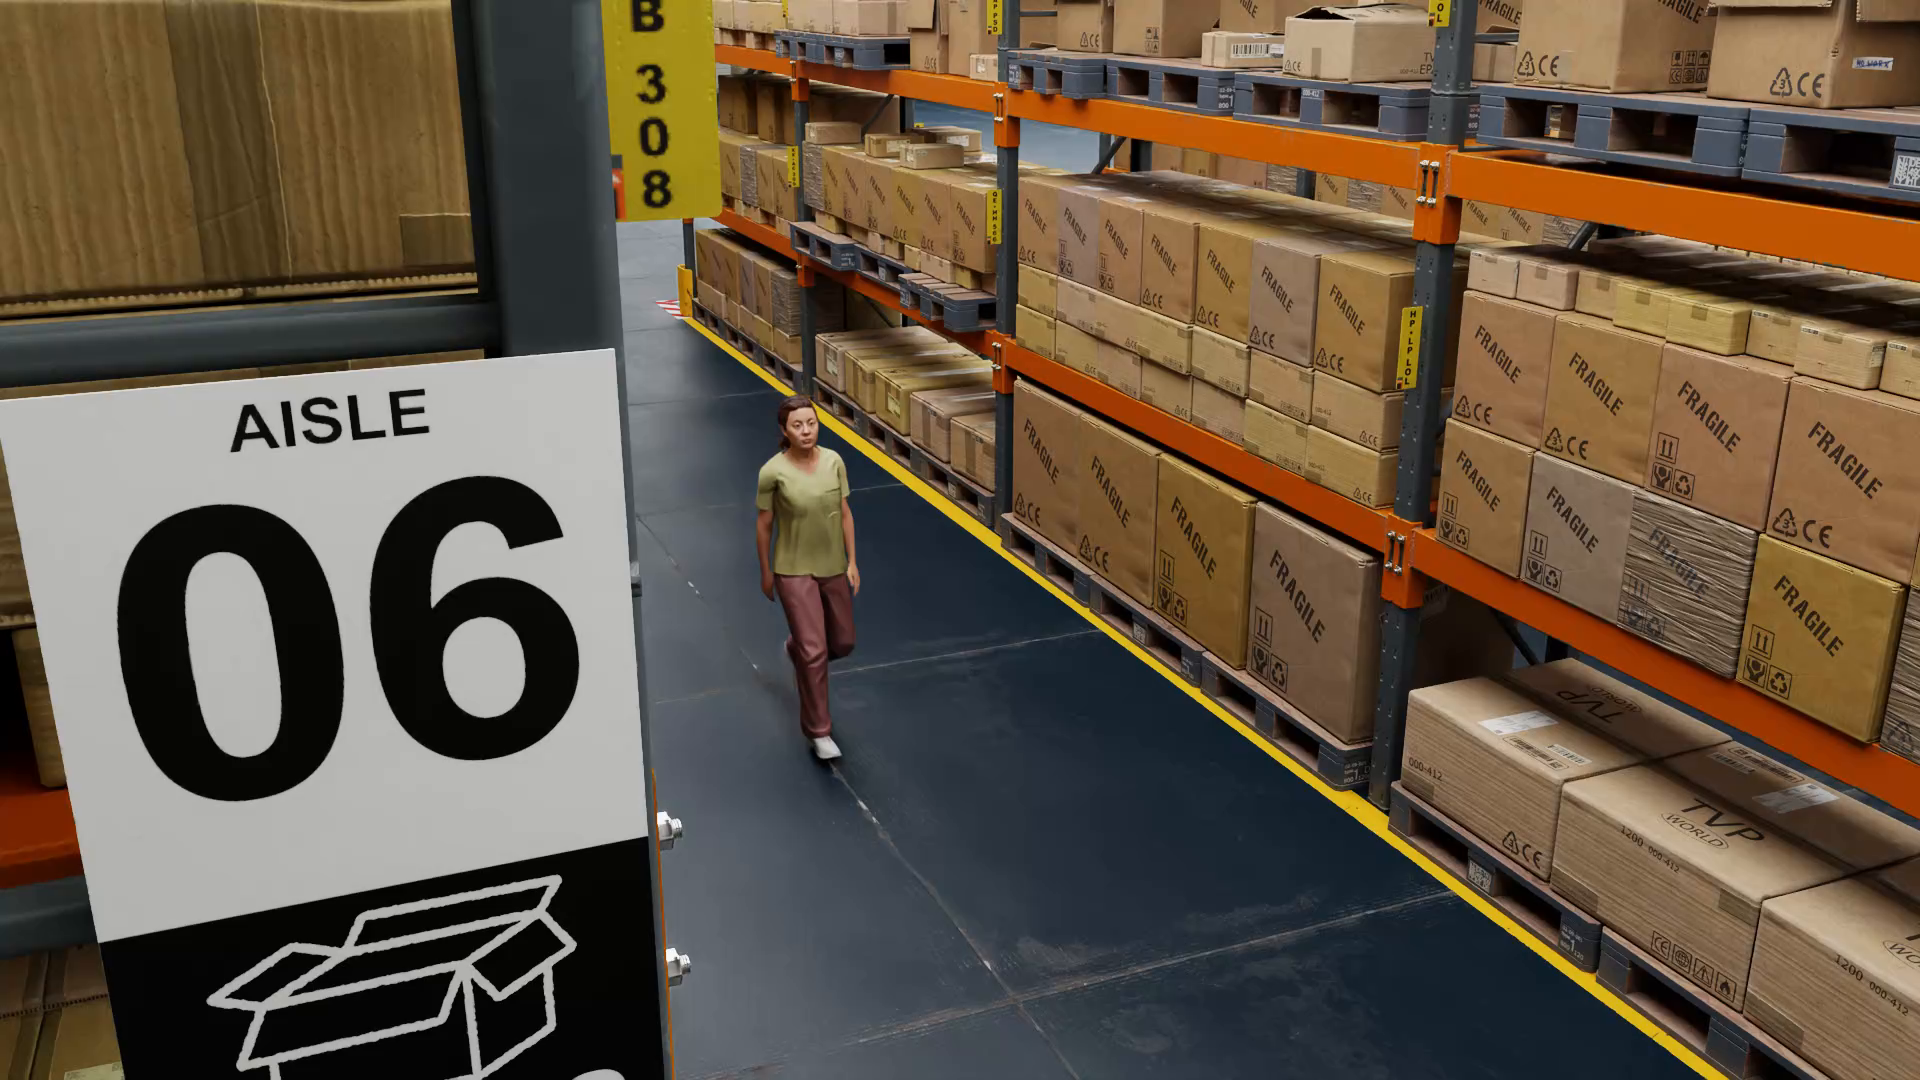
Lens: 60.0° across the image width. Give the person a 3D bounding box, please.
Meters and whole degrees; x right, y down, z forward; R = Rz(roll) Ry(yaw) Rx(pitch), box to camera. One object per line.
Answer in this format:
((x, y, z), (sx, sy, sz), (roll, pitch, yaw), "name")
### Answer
((-0.710, 0.127, 7.667), (0.442, 1.640, 0.803), (-11, 22, -29), "person")
